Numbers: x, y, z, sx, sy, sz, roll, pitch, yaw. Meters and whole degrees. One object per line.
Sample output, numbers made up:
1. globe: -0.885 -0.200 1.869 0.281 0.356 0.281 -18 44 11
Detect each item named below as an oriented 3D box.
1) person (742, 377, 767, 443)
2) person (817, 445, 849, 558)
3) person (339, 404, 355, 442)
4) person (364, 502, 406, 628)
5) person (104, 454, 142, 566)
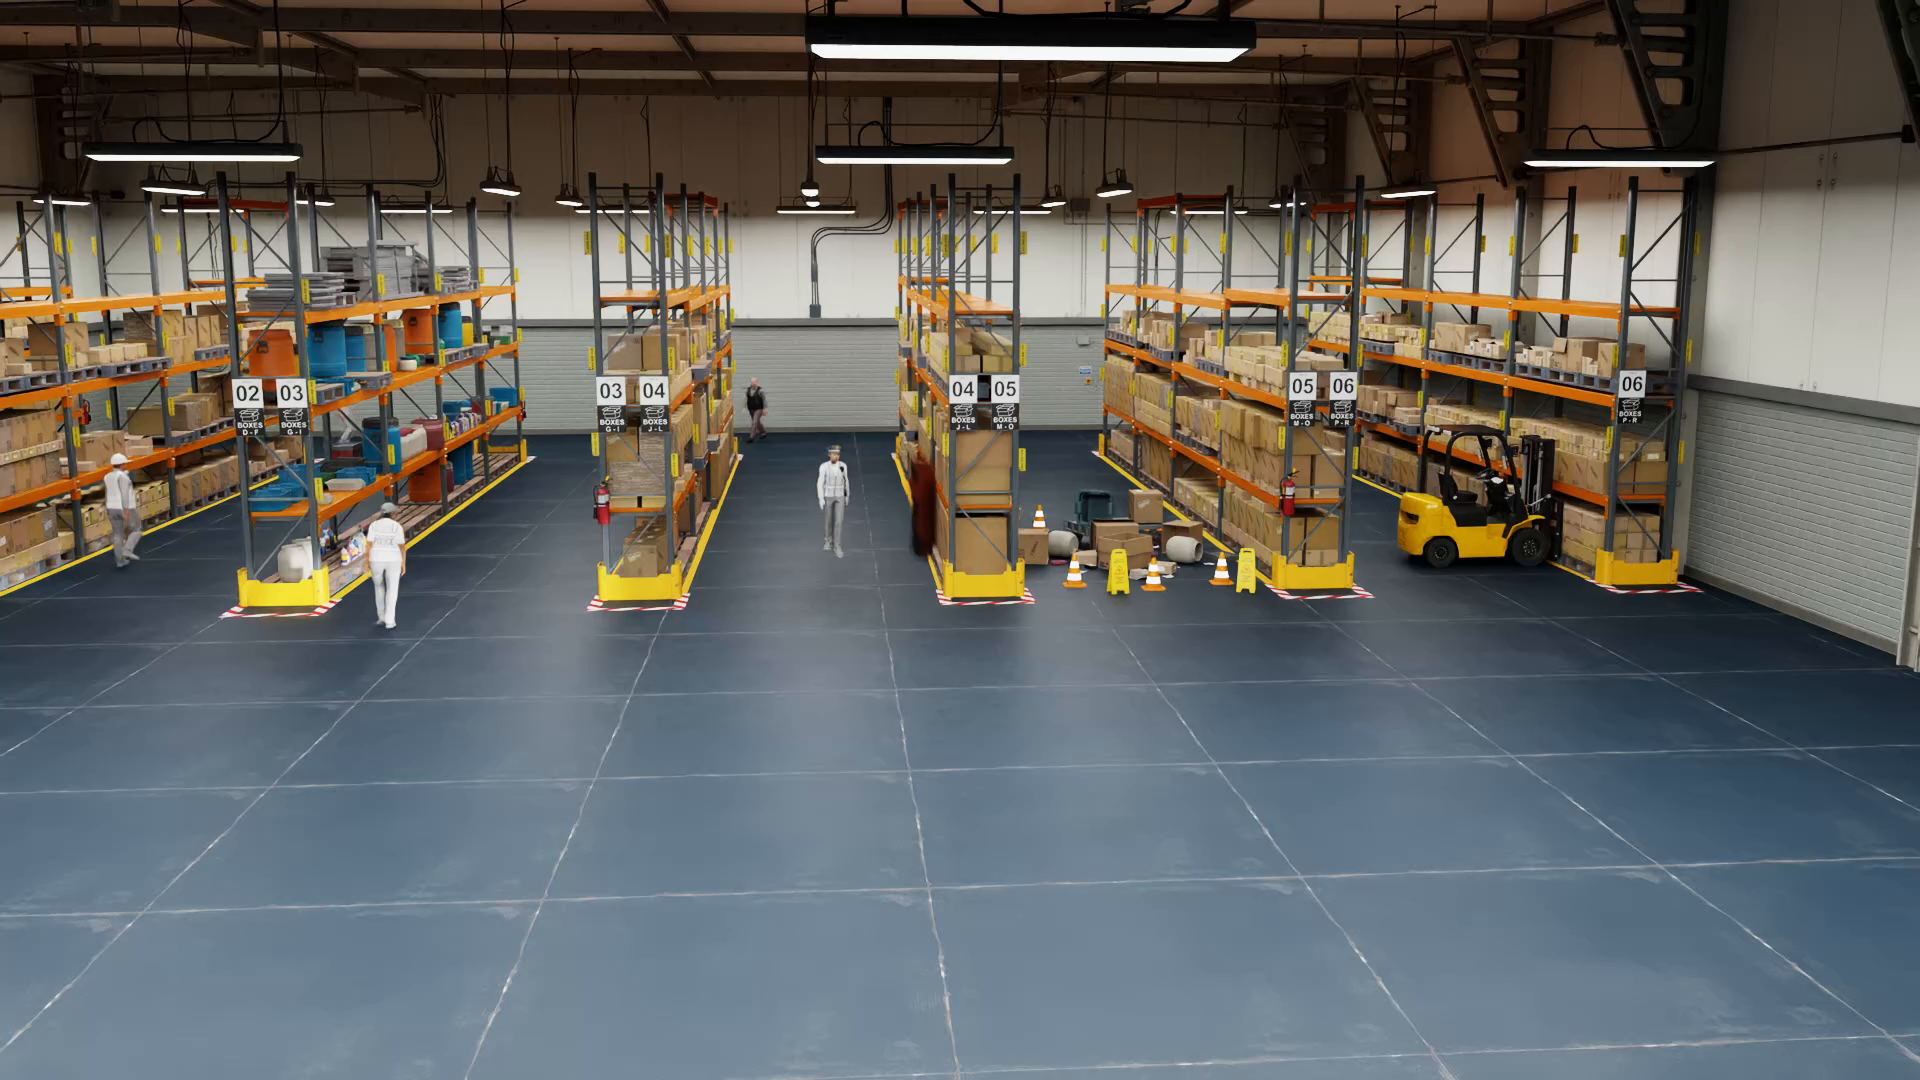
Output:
1. person: -5.285 -3.353 42.758 0.532 1.655 1.093 6 12 31
2. person: -1.960 -0.624 25.794 0.525 1.714 0.639 -2 10 -10
3. person: -15.240 -3.093 41.315 0.403 1.672 0.471 0 10 -3
4. person: -7.618 0.364 22.067 0.536 1.708 0.606 -2 10 -9
5. person: -13.277 -0.480 26.306 0.576 1.761 0.530 1 10 4
